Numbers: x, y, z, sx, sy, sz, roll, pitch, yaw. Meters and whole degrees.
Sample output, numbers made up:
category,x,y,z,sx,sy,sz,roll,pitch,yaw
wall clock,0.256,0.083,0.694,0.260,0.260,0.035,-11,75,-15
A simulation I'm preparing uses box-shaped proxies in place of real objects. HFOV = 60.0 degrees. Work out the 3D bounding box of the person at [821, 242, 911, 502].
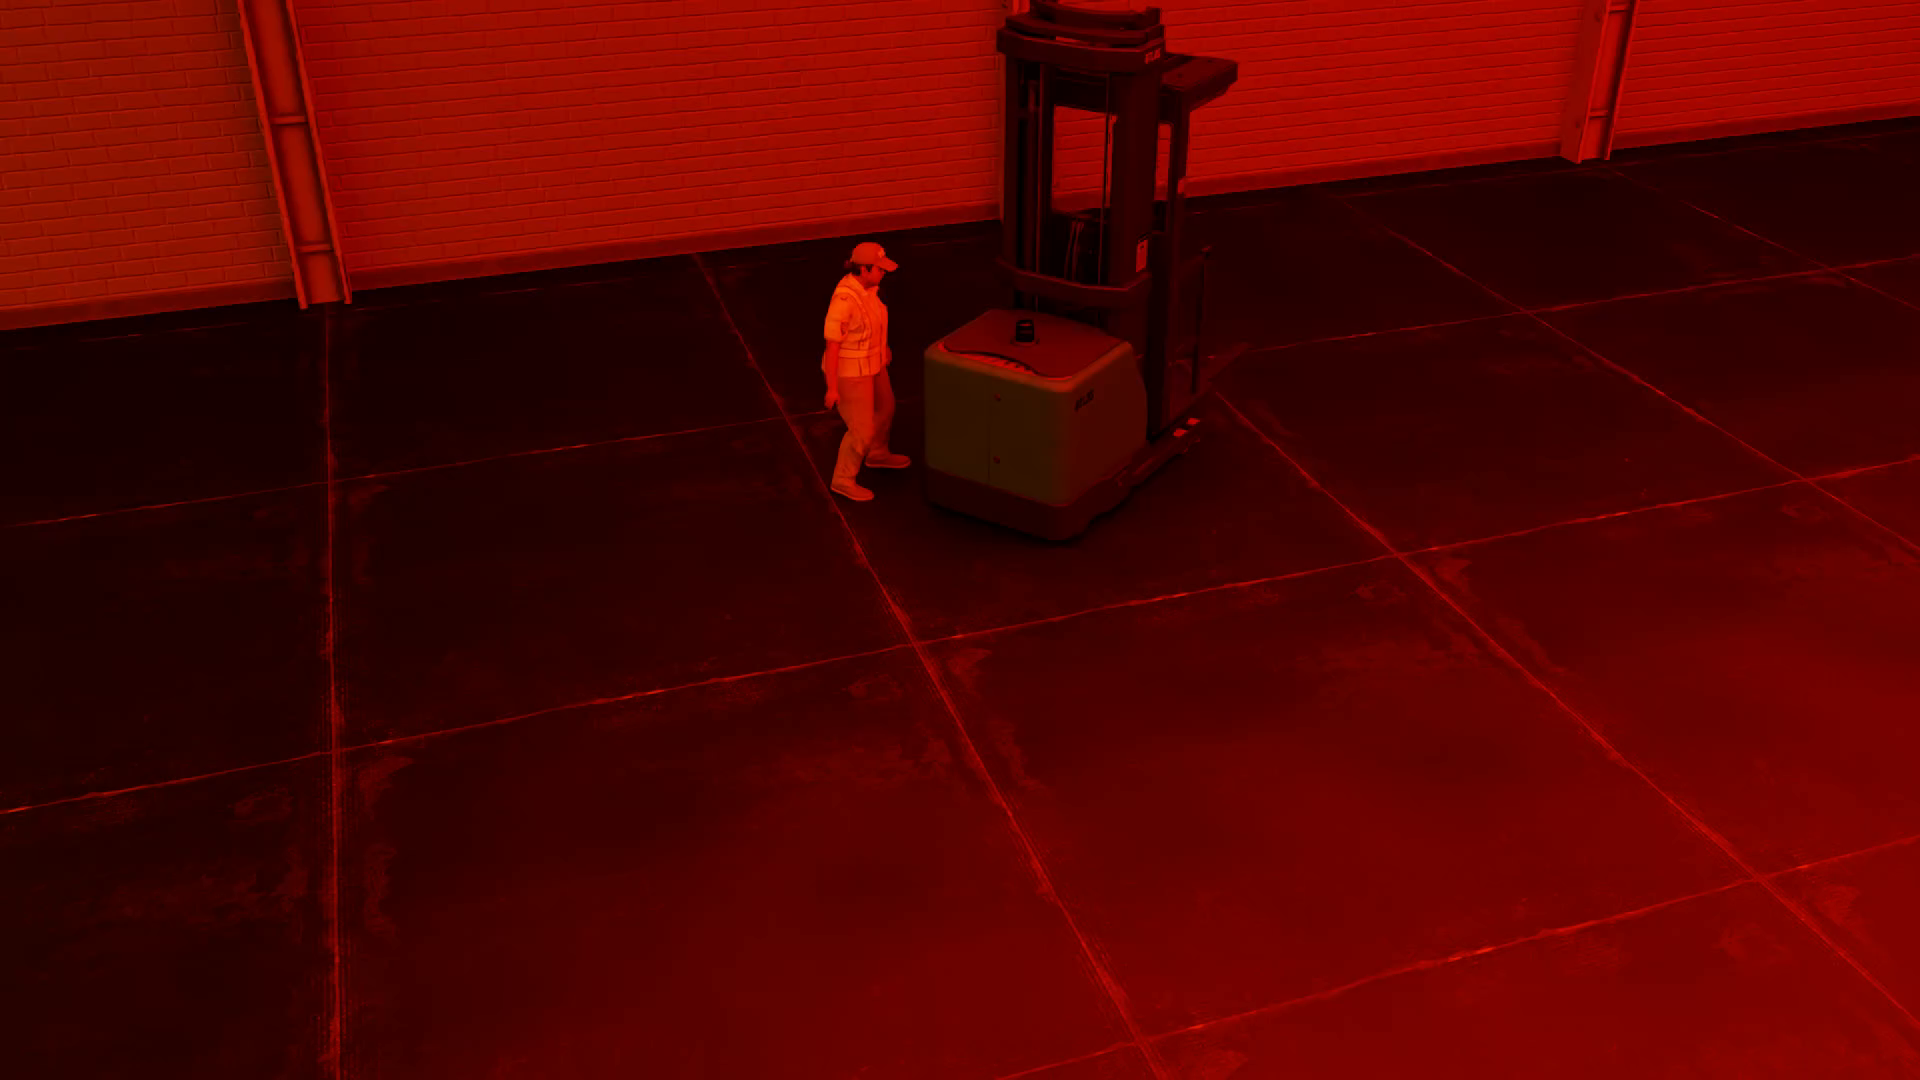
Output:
category,x,y,z,sx,sy,sz,roll,pitch,yaw
person,-0.588,-1.061,10.236,0.459,1.640,0.778,9,31,16

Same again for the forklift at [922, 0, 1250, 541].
category,x,y,z,sx,sy,sz,roll,pitch,yaw
forklift,0.994,-1.957,10.488,1.130,2.935,3.031,18,35,28
